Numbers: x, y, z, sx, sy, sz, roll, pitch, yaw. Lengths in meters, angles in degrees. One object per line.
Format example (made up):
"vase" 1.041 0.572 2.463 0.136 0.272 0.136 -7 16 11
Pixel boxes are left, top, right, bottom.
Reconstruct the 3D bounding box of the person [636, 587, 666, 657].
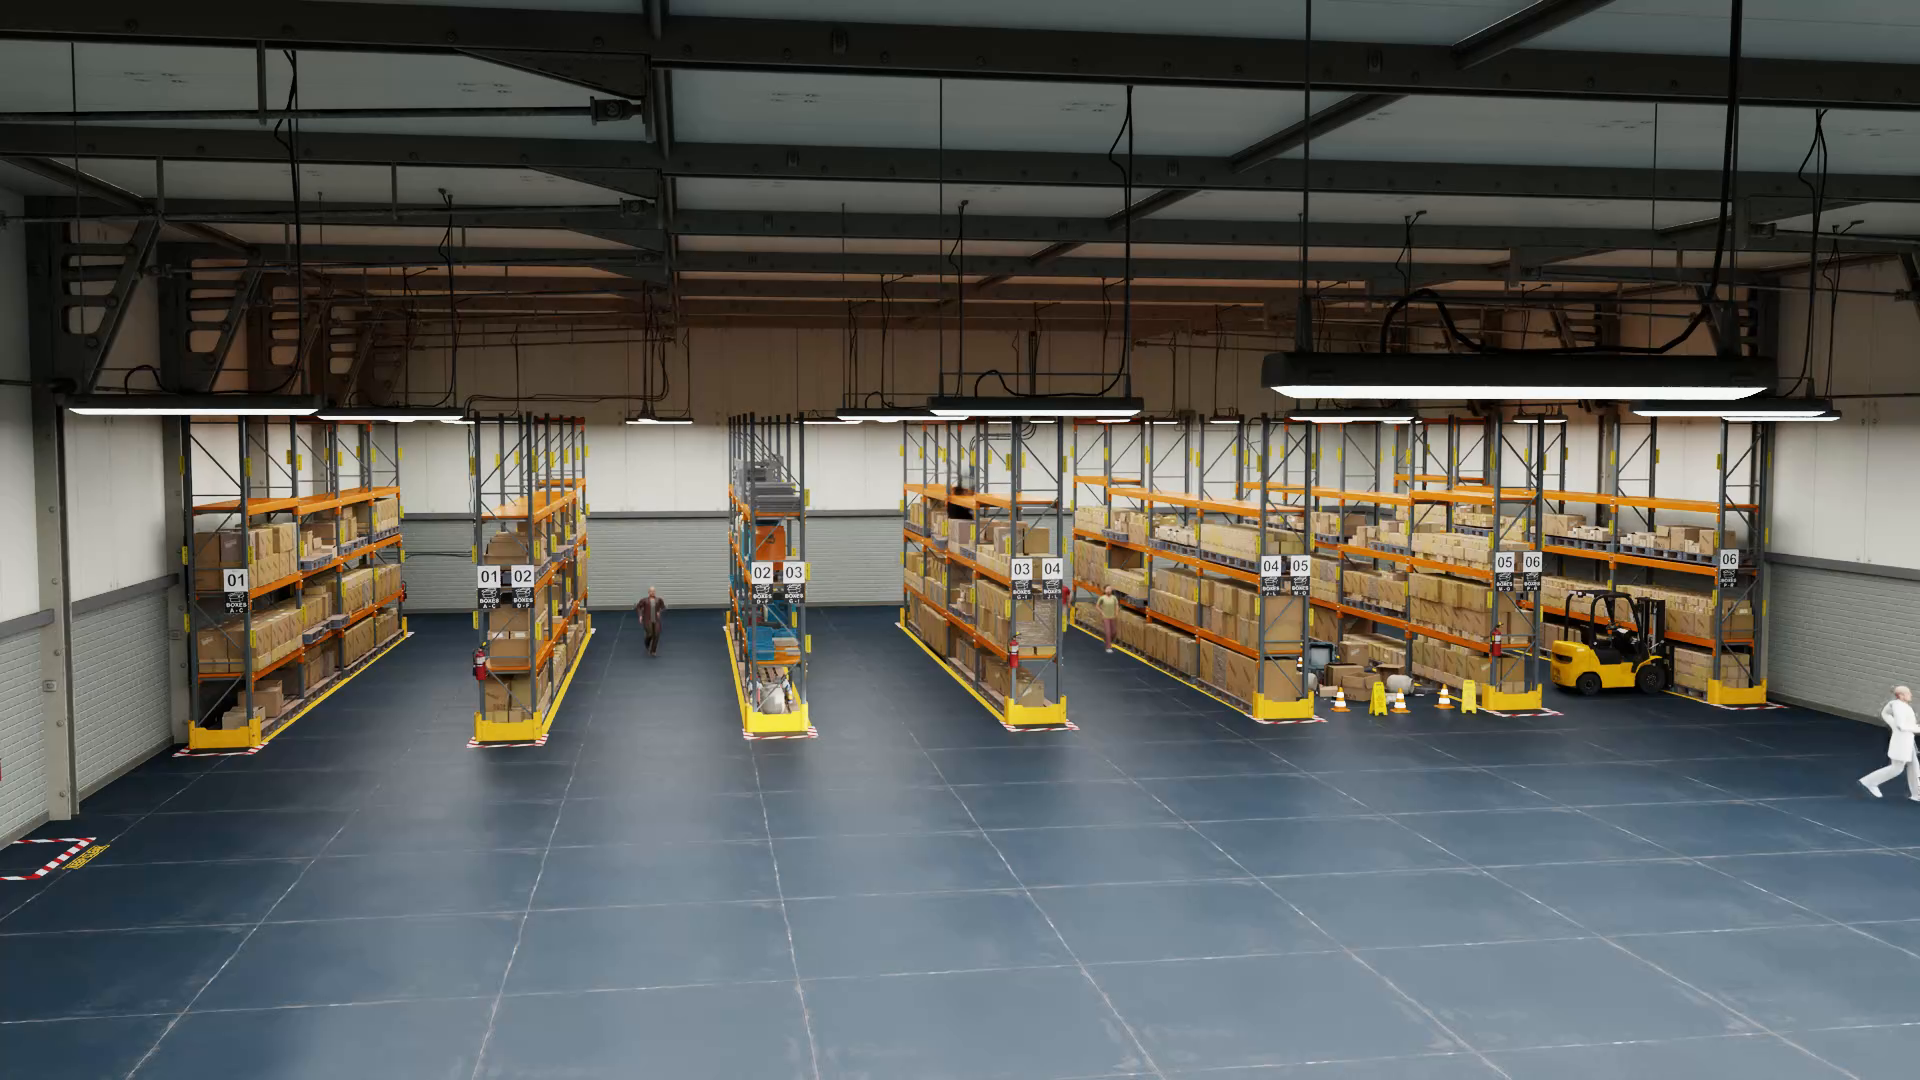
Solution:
"person" -7.631 2.040 41.257 0.702 1.738 0.658 -2 4 -21

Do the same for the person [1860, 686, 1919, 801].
"person" 14.296 3.099 25.211 0.994 1.781 0.710 2 5 30

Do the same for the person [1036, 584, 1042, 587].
"person" 2.248 1.647 48.572 0.546 1.530 0.549 2 5 31

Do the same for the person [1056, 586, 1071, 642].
"person" 2.662 1.867 44.439 0.668 1.732 0.683 0 4 -2

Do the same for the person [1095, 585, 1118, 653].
"person" 3.569 1.890 40.120 0.580 1.625 0.553 -1 4 -13
